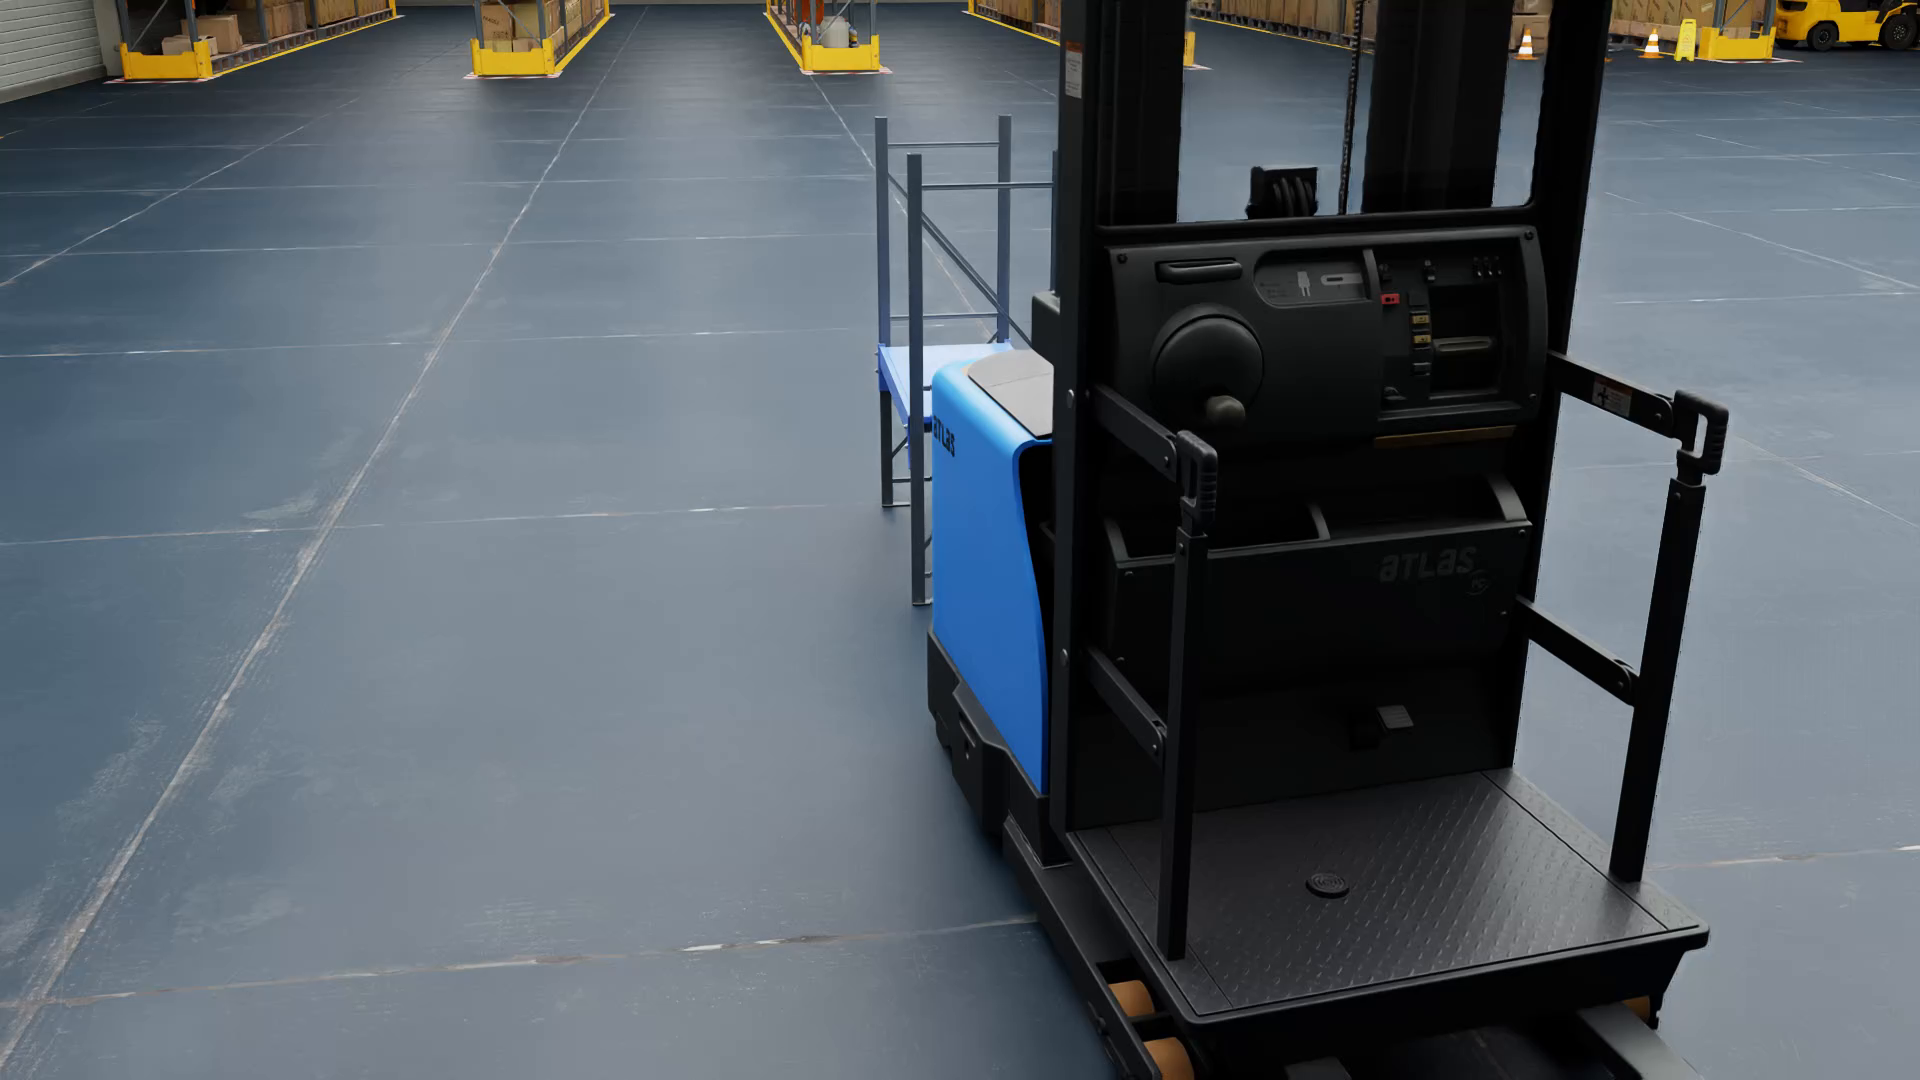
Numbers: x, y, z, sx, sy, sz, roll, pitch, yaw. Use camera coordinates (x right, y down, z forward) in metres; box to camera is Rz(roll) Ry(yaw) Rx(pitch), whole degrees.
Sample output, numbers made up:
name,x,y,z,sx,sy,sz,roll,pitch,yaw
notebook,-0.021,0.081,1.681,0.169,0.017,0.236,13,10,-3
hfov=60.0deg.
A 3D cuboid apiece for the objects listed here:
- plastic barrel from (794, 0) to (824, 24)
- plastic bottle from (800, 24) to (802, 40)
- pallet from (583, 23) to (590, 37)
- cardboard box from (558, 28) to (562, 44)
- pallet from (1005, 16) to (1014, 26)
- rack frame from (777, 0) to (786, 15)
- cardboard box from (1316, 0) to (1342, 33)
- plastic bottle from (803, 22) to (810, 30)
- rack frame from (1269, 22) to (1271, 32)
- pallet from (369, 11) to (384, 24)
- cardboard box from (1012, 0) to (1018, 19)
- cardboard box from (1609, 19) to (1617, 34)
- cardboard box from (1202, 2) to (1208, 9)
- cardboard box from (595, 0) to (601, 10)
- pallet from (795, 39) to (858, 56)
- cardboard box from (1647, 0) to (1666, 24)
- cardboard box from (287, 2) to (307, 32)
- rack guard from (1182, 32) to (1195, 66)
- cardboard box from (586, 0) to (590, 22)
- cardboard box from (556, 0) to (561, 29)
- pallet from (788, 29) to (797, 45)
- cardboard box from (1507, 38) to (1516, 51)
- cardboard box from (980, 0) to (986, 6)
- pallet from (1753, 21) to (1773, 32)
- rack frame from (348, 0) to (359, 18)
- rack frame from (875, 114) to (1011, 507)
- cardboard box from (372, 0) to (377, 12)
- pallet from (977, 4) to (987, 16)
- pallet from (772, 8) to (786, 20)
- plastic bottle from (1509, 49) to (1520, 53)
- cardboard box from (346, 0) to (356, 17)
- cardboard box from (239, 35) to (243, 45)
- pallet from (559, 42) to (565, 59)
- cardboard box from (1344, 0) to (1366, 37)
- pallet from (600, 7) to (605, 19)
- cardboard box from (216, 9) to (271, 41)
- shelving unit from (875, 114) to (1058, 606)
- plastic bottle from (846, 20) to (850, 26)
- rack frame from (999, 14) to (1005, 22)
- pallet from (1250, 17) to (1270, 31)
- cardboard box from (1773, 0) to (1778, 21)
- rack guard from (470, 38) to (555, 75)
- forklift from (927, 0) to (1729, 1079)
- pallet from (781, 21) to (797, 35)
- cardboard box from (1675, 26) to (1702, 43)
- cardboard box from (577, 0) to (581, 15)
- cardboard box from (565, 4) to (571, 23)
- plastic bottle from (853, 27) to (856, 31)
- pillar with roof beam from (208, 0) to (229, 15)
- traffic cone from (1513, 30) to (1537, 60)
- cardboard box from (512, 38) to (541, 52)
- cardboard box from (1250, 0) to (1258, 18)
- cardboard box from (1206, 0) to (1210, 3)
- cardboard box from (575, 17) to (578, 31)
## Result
name,x,y,z,sx,sy,sz,roll,pitch,yaw
plastic barrel,-3.024,-10.781,33.296,0.600,0.830,0.708,-3,21,-8
plastic bottle,-2.674,-8.735,28.580,0.152,0.276,0.135,-2,21,-6
pallet,-7.909,-10.138,33.058,1.003,0.211,1.213,-3,21,-8
cardboard box,-6.916,-8.385,27.708,0.500,0.250,0.500,-3,21,-8
pallet,1.574,-11.498,36.698,1.003,0.211,1.213,-3,21,-8
rack frame,-3.513,-12.817,36.247,1.000,3.000,0.127,-3,21,-8
cardboard box,7.286,-9.866,30.959,1.050,0.750,0.750,-3,21,-8
plastic bottle,-2.539,-8.435,27.671,0.144,0.351,0.185,-2,21,-6
rack frame,6.888,-11.897,33.784,1.000,3.000,0.127,-3,21,-8
pallet,-13.528,-11.702,37.246,1.003,0.211,1.213,-3,21,-8
cardboard box,1.765,-11.433,34.976,1.225,0.875,0.875,-3,21,-8
cardboard box,12.166,-9.488,30.662,0.500,0.250,0.500,-4,21,-10
cardboard box,5.861,-12.445,38.723,0.380,0.149,0.250,-4,21,-10
cardboard box,-8.562,-12.366,38.338,0.500,0.250,0.500,-3,21,-8
pallet,-2.304,-8.507,28.690,1.003,0.211,1.213,-3,21,-8
cardboard box,12.407,-9.292,29.066,0.500,0.500,0.500,-3,21,-9
cardboard box,-12.585,-9.721,30.901,0.700,0.500,0.500,-3,21,-7
rack guard,3.107,-7.768,26.299,1.175,0.500,0.348,-3,21,-8
cardboard box,-7.770,-10.746,33.644,0.500,0.500,0.500,-3,21,-8
cardboard box,-6.918,-8.736,27.576,0.500,0.500,0.500,-3,21,-8
pallet,-2.690,-9.435,31.175,1.003,0.211,1.213,-3,21,-8
cardboard box,9.535,-8.730,29.209,0.396,0.266,0.258,1,20,2
cardboard box,0.983,-13.436,40.339,0.875,0.875,0.875,-3,21,-8
pallet,16.935,-10.419,33.810,1.003,0.211,1.213,-3,21,-8
rack frame,-13.317,-12.318,34.909,1.000,3.000,0.127,-3,21,-8
rack frame,-0.061,-0.849,6.346,0.500,1.500,0.032,-3,21,-8
cardboard box,-13.548,-12.144,37.415,0.700,0.500,0.500,-4,21,-10
pallet,1.004,-12.873,40.381,1.003,0.211,1.213,-3,21,-8
pallet,-3.836,-12.187,38.544,1.003,0.211,1.213,-3,21,-8
plastic bottle,9.619,-8.480,28.833,0.133,0.061,0.283,-11,23,-26
cardboard box,-13.094,-11.289,34.627,0.750,0.750,0.750,-3,21,-7
cardboard box,-12.057,-8.243,27.420,0.380,0.166,0.250,-6,21,-15
pallet,-7.189,-8.215,27.910,1.003,0.211,1.213,-3,21,-8
cardboard box,7.486,-9.493,29.781,0.875,0.875,0.875,-3,21,-7
pallet,-8.865,-12.345,38.968,1.003,0.211,1.213,-3,21,-8
cardboard box,-12.286,-8.837,28.533,0.700,0.500,0.500,-2,21,-6
shelving unit,0.012,-0.673,5.875,0.538,1.500,1.048,-3,21,-8
plastic bottle,-1.907,-8.626,28.182,0.144,0.351,0.185,-3,21,-8
rack frame,1.388,-13.067,36.916,1.000,3.000,0.127,-3,21,-8
pallet,6.776,-10.862,34.996,1.003,0.211,1.213,-3,21,-8
cardboard box,16.958,-10.842,33.753,0.875,0.625,0.625,-4,21,-10
rack guard,-6.682,-7.235,24.872,1.175,0.500,0.348,-3,21,-8
forklift,0.798,-0.399,3.094,1.130,2.935,3.031,-6,21,-15
pallet,-3.091,-10.397,33.752,1.003,0.211,1.213,-3,21,-8
cardboard box,12.538,-8.596,28.273,0.500,0.250,0.500,-3,21,-8
cardboard box,-7.519,-10.186,31.730,0.500,0.311,0.500,-2,21,-6
cardboard box,-7.142,-9.300,29.356,0.500,0.311,0.500,-3,21,-8
plastic bottle,-1.751,-8.319,27.456,0.061,0.283,0.133,-3,21,-7
pillar with roof beam,-9.148,-13.467,29.411,9.100,9.000,0.400,-3,21,-8
traffic cone,9.369,-8.195,27.495,0.336,0.463,0.334,-3,21,-8
cardboard box,-6.542,-7.520,25.392,0.500,0.250,0.500,-3,21,-8
cardboard box,6.463,-11.318,35.204,0.500,0.500,0.500,-2,21,-6
cardboard box,5.900,-12.469,38.363,0.380,0.149,0.250,-4,21,-10
cardboard box,-7.374,-9.570,30.882,0.500,0.250,0.500,-2,21,-7
